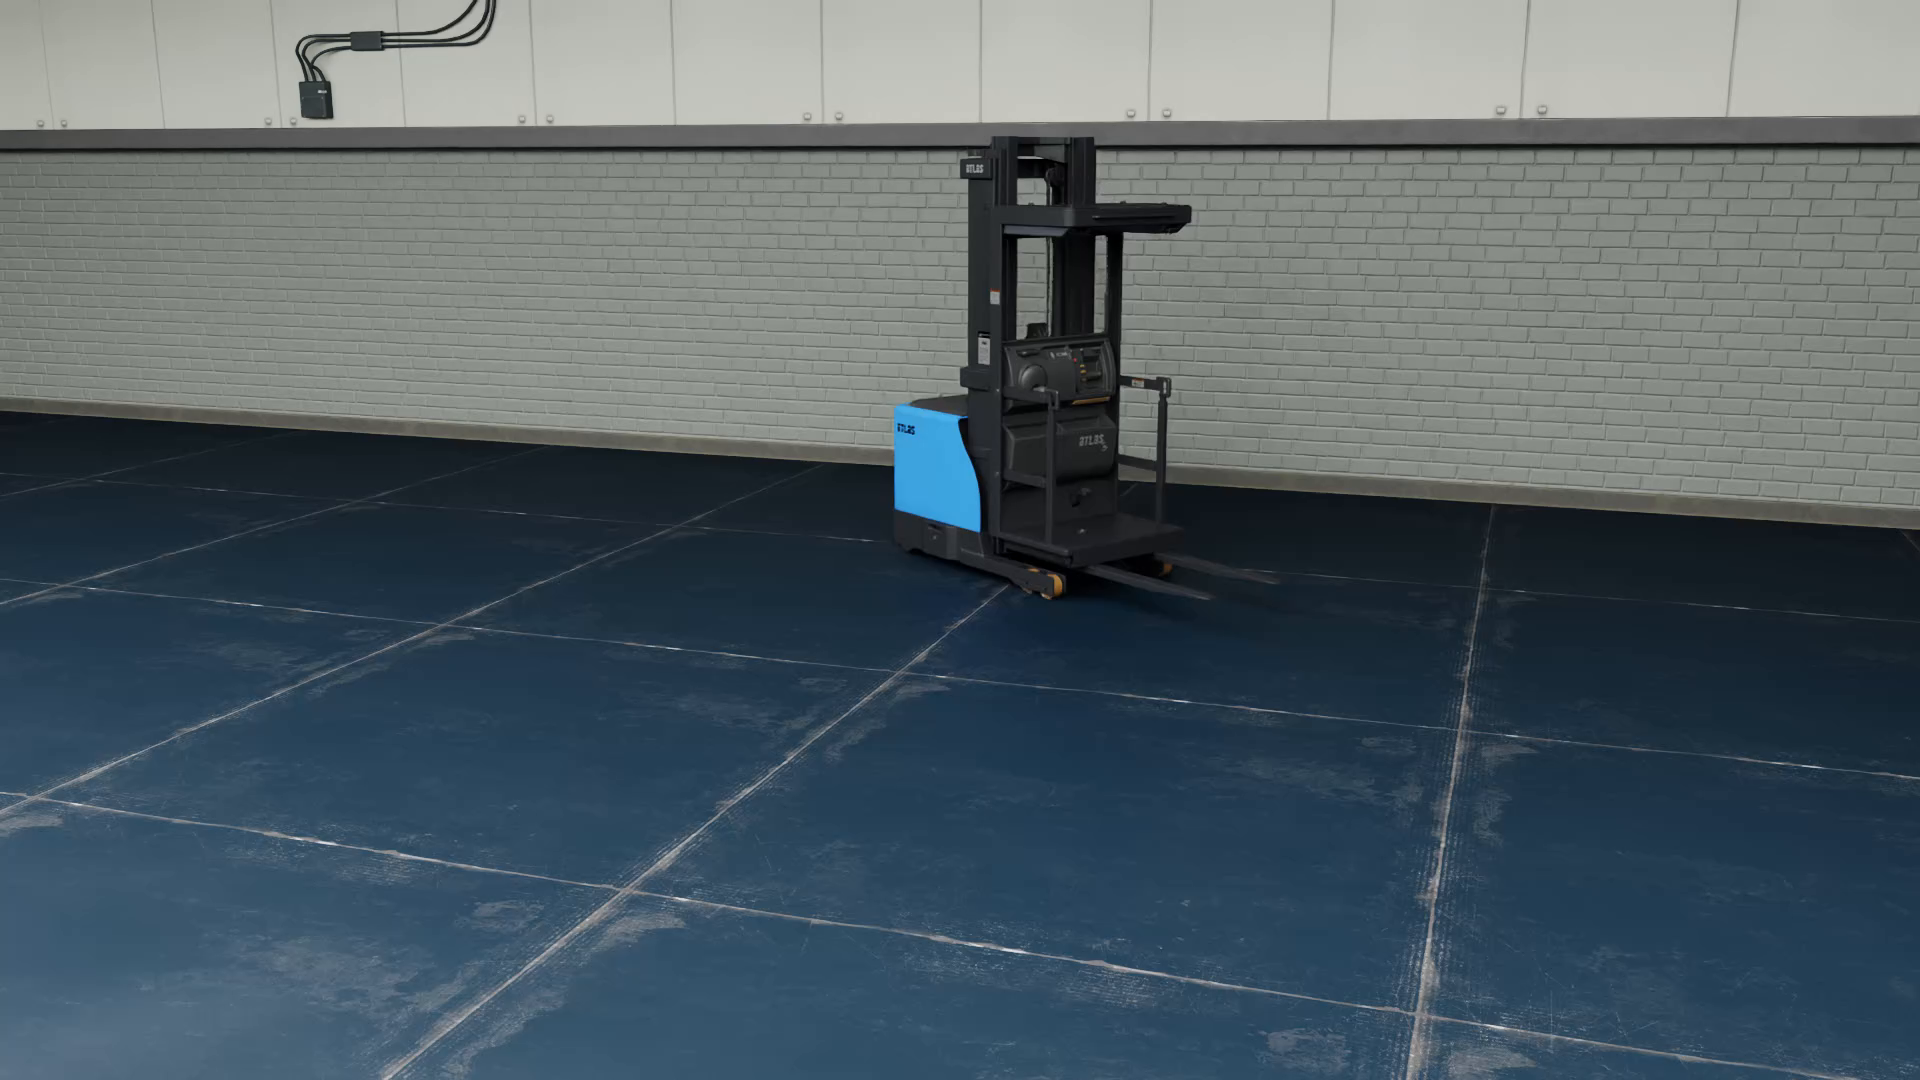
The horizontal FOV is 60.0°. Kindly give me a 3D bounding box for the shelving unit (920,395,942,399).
[{"bbox_3d":[-0.144,-0.555,12.559,0.215,1.050,0.252,10,16,36],"label":"shelving unit"}]

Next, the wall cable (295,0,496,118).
[{"bbox_3d":[-5.518,-7.098,15.719,2.305,6.003,0.169,4,14,18],"label":"wall cable"}]

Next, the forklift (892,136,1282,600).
[{"bbox_3d":[0.811,-1.169,11.021,1.130,2.935,3.031,-10,16,-37],"label":"forklift"}]

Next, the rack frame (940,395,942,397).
[{"bbox_3d":[-0.070,-0.576,12.654,0.200,1.050,0.008,10,16,36],"label":"rack frame"}]
